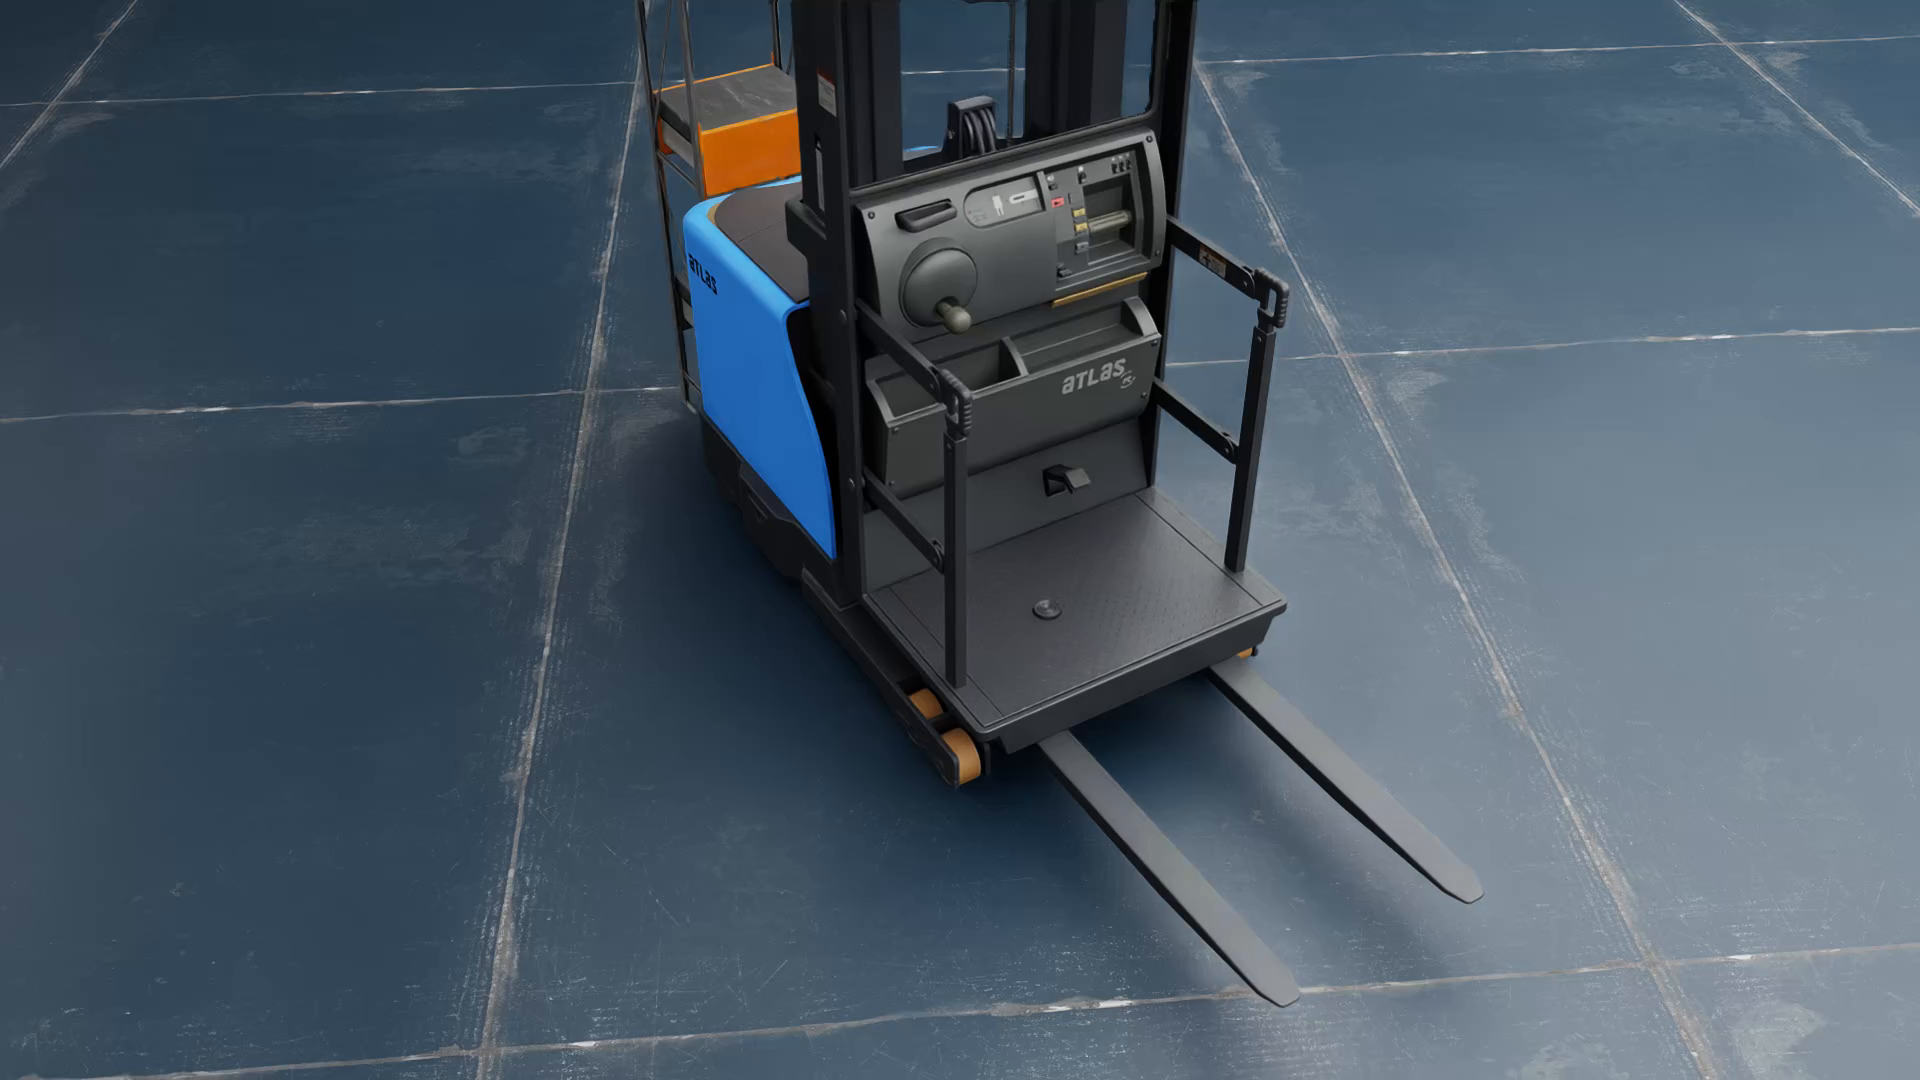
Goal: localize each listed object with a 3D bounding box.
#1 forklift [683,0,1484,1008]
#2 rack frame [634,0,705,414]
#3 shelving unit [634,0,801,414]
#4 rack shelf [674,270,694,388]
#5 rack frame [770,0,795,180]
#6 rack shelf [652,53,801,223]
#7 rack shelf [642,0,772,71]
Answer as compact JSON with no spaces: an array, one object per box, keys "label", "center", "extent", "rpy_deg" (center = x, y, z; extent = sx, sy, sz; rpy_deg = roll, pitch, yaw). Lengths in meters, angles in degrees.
[{"label":"forklift","center":[0.274,-0.768,4.357],"extent":[1.130,2.935,3.031],"rpy_deg":[-20,43,-24]},{"label":"rack frame","center":[-0.955,-1.248,5.637],"extent":[0.015,2.100,0.400],"rpy_deg":[-21,43,-25]},{"label":"shelving unit","center":[-0.748,-1.328,5.738],"extent":[0.503,2.100,0.431],"rpy_deg":[-21,43,-25]},{"label":"rack shelf","center":[-0.748,-0.768,6.181],"extent":[0.480,0.518,0.431],"rpy_deg":[-21,43,-25]},{"label":"rack frame","center":[-0.541,-1.408,5.840],"extent":[0.015,2.100,0.400],"rpy_deg":[-21,43,-25]},{"label":"rack shelf","center":[-0.748,-1.318,5.747],"extent":[0.480,0.518,0.431],"rpy_deg":[-21,43,-25]},{"label":"rack shelf","center":[-0.748,-1.867,5.313],"extent":[0.480,0.518,0.431],"rpy_deg":[-21,43,-25]}]
